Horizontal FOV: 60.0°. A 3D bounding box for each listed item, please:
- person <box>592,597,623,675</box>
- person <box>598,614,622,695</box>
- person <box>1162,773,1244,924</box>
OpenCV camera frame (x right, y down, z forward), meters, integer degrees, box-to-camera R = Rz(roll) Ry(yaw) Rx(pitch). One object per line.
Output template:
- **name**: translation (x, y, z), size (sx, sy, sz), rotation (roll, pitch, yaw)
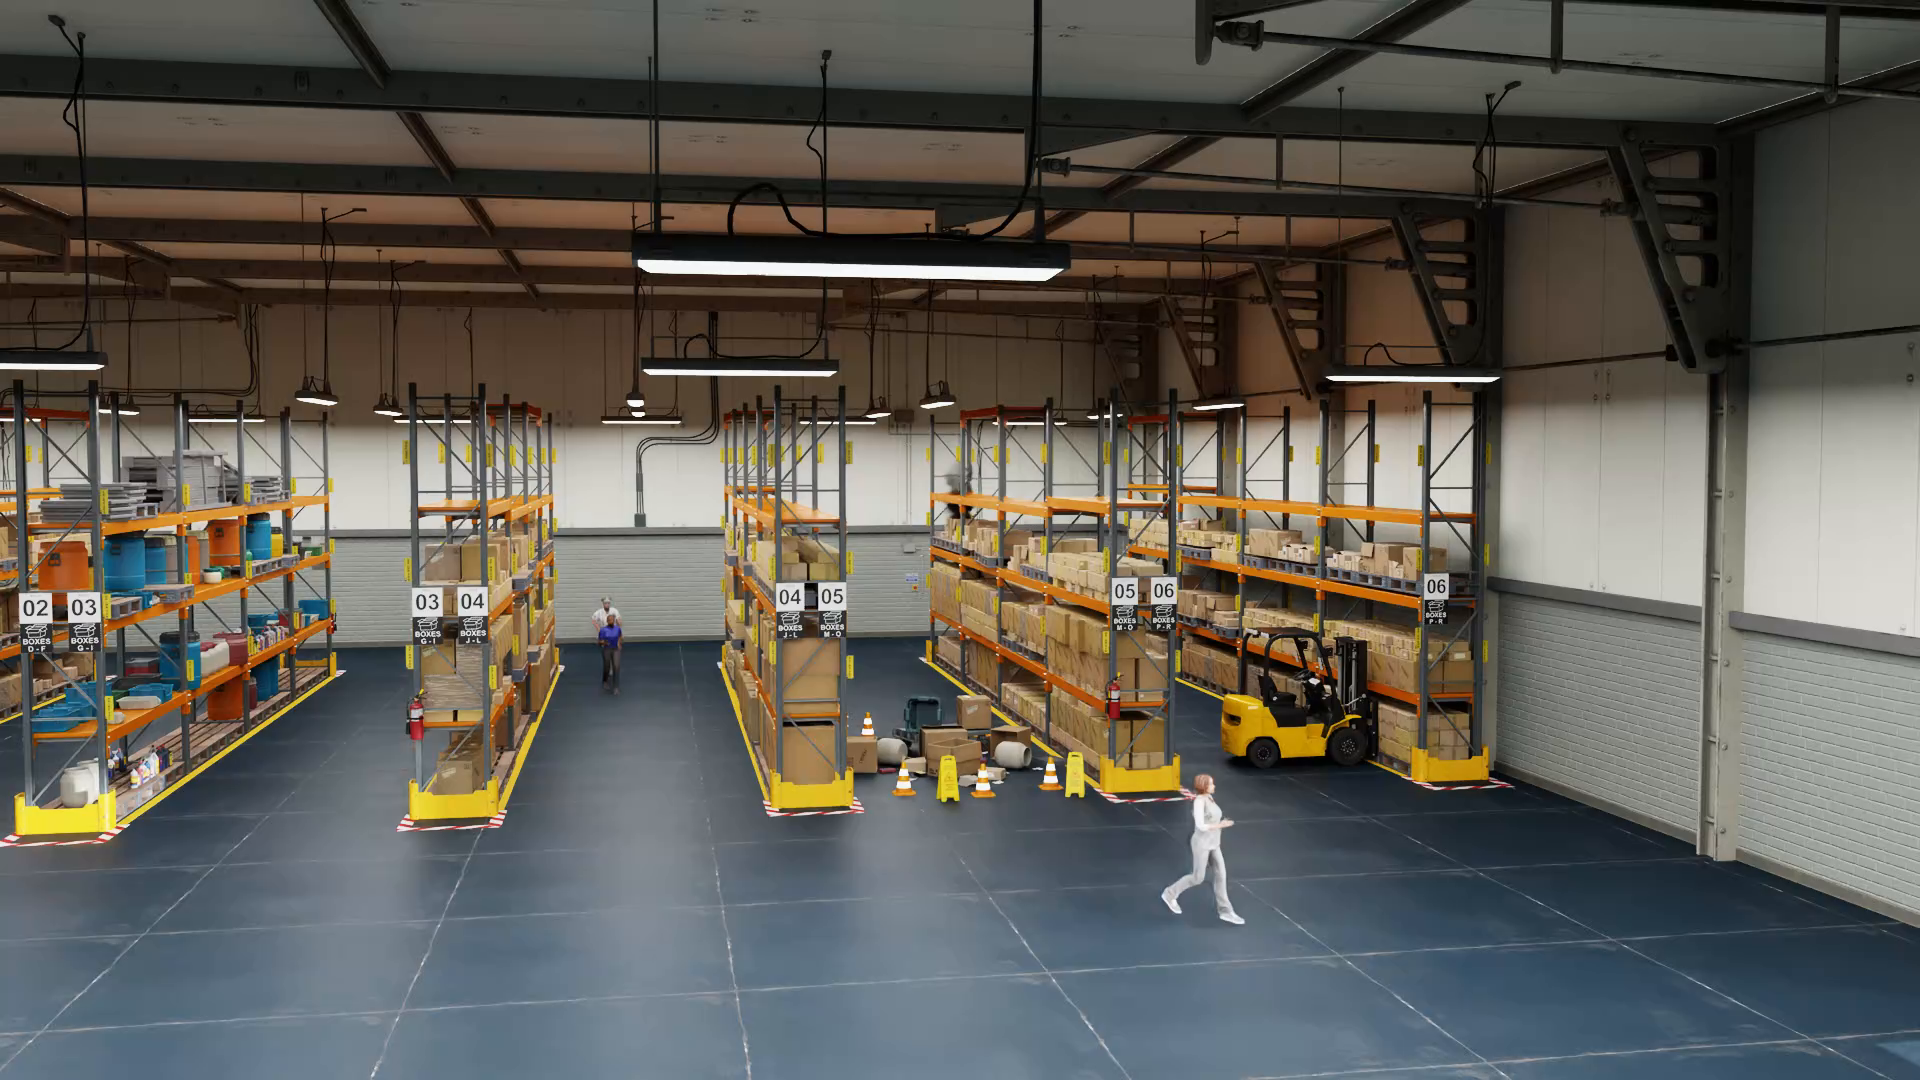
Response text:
- **person**: translation (-8.049, 2.212, 38.068), size (0.657, 1.848, 0.755), rotation (-1, 3, -25)
- **person**: translation (-7.375, 2.391, 35.075), size (0.549, 1.662, 0.924), rotation (-1, 3, -20)
- **person**: translation (2.610, 3.281, 17.787), size (0.894, 1.583, 0.539), rotation (2, 3, 29)
